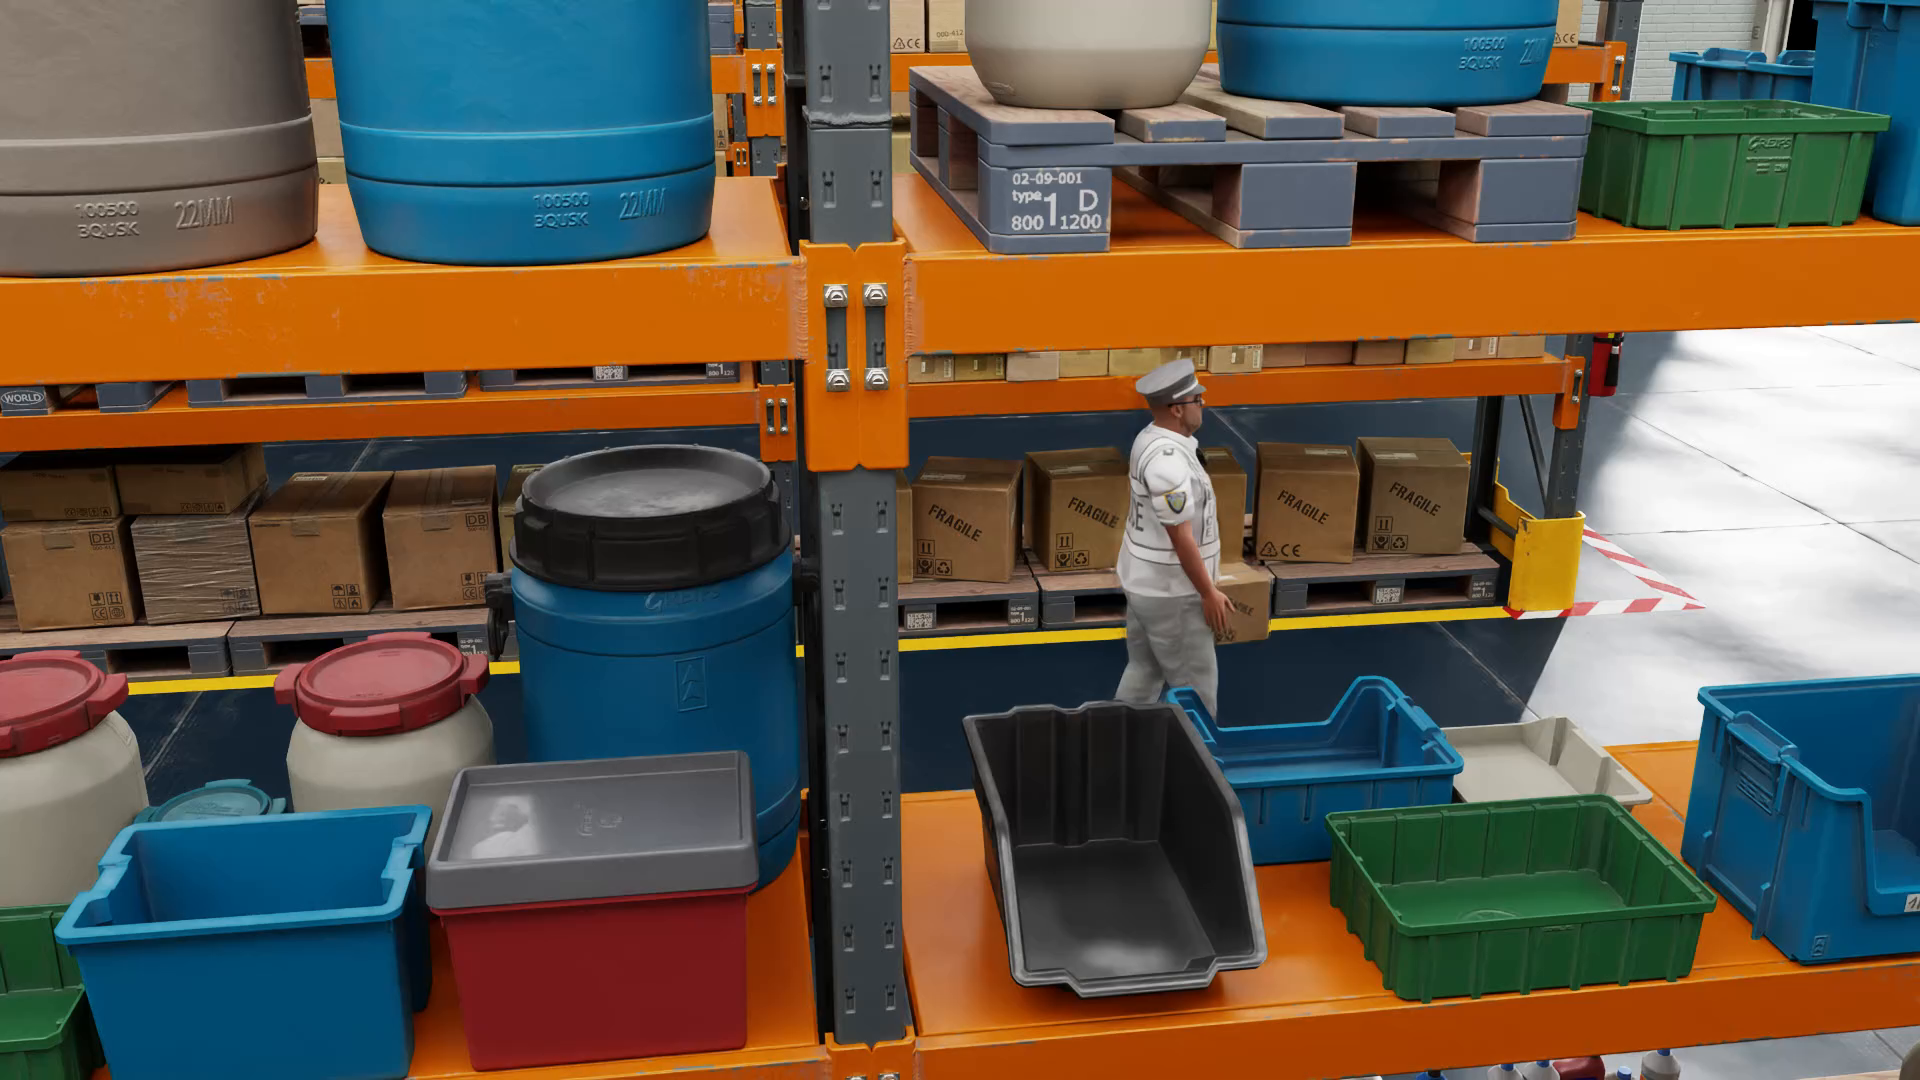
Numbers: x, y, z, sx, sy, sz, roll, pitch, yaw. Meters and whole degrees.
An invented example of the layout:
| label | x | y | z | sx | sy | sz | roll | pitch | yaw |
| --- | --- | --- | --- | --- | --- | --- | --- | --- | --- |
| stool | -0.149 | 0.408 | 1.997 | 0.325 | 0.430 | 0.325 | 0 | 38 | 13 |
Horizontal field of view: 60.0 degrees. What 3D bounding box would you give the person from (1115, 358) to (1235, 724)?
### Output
| label | x | y | z | sx | sy | sz | roll | pitch | yaw |
| --- | --- | --- | --- | --- | --- | --- | --- | --- | --- |
| person | 0.924 | 0.159 | 6.559 | 0.601 | 1.778 | 0.570 | -1 | 20 | -3 |
